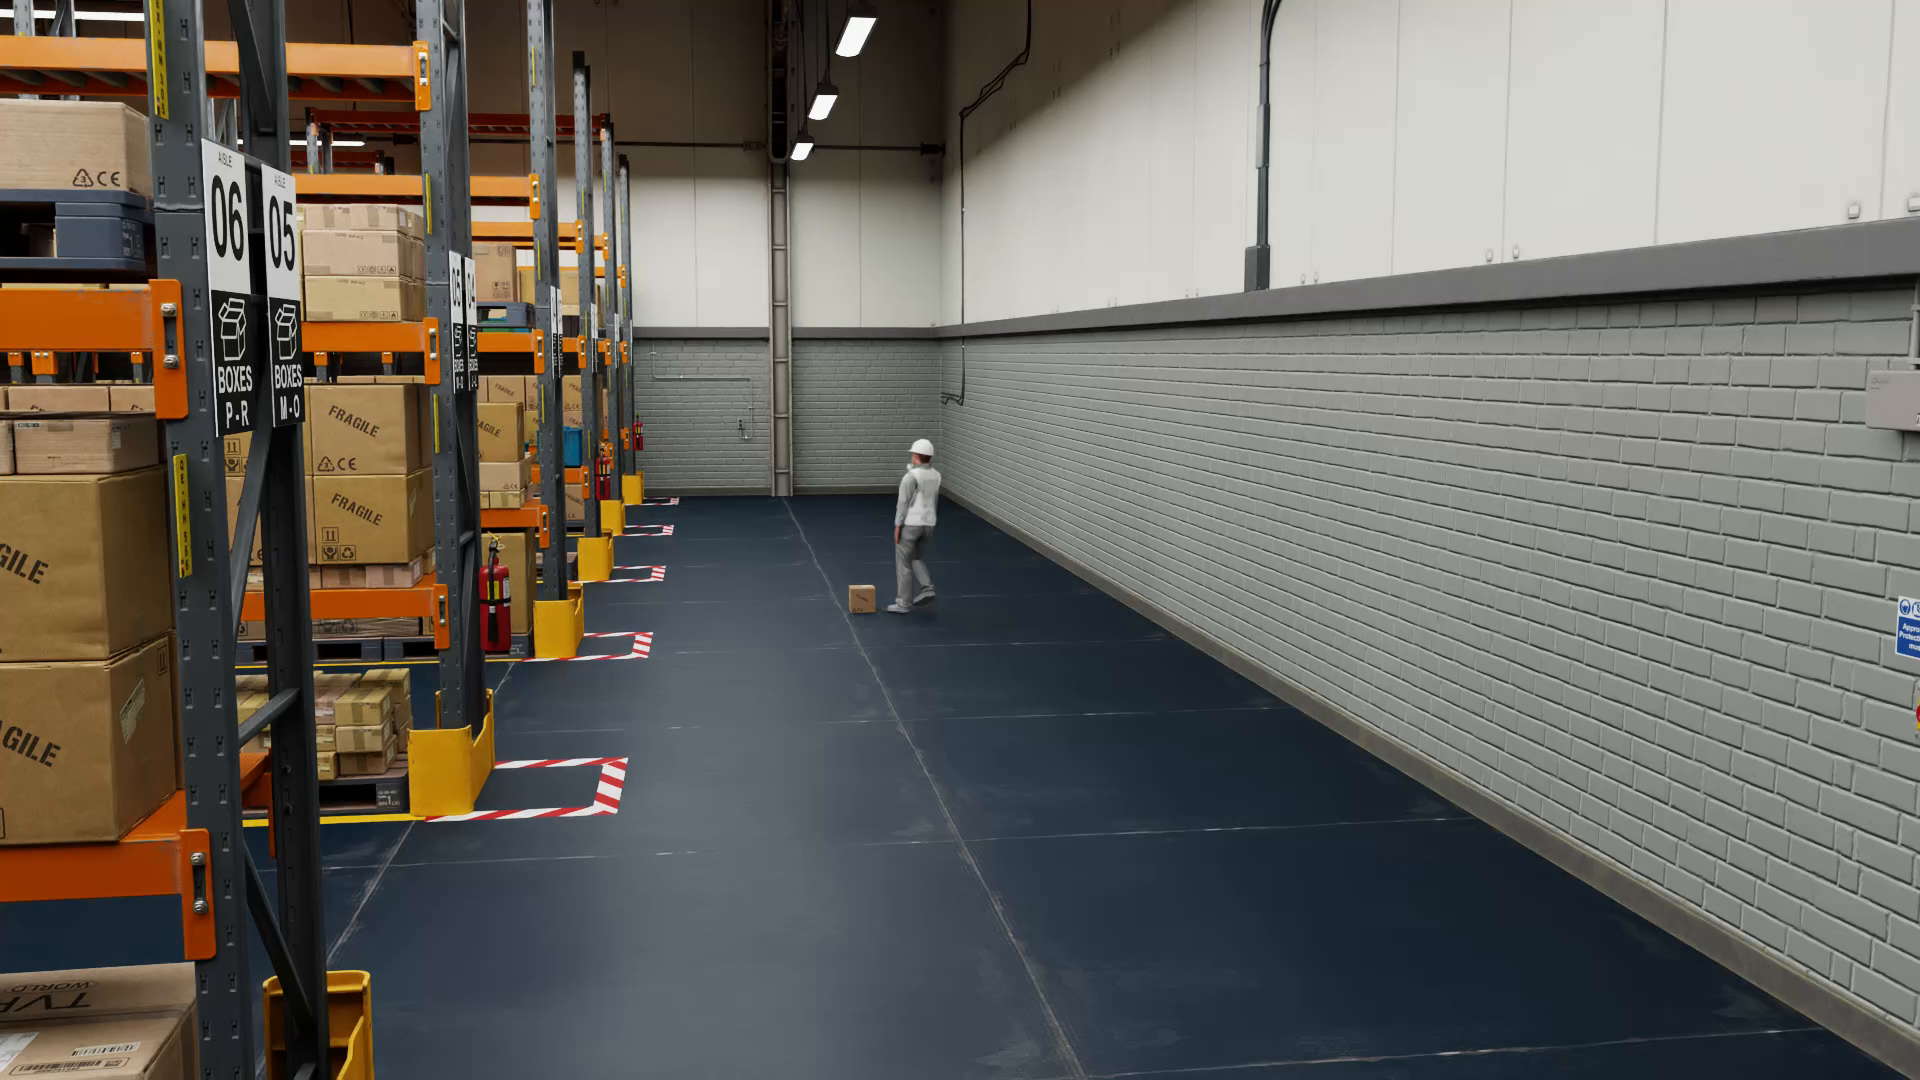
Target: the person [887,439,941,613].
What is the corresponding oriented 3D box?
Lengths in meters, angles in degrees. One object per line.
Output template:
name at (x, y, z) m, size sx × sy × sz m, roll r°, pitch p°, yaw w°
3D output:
person at (-0.486, -0.146, 16.872) m, size 0.490 × 1.764 × 0.565 m, roll 5°, pitch 8°, yaw 40°
